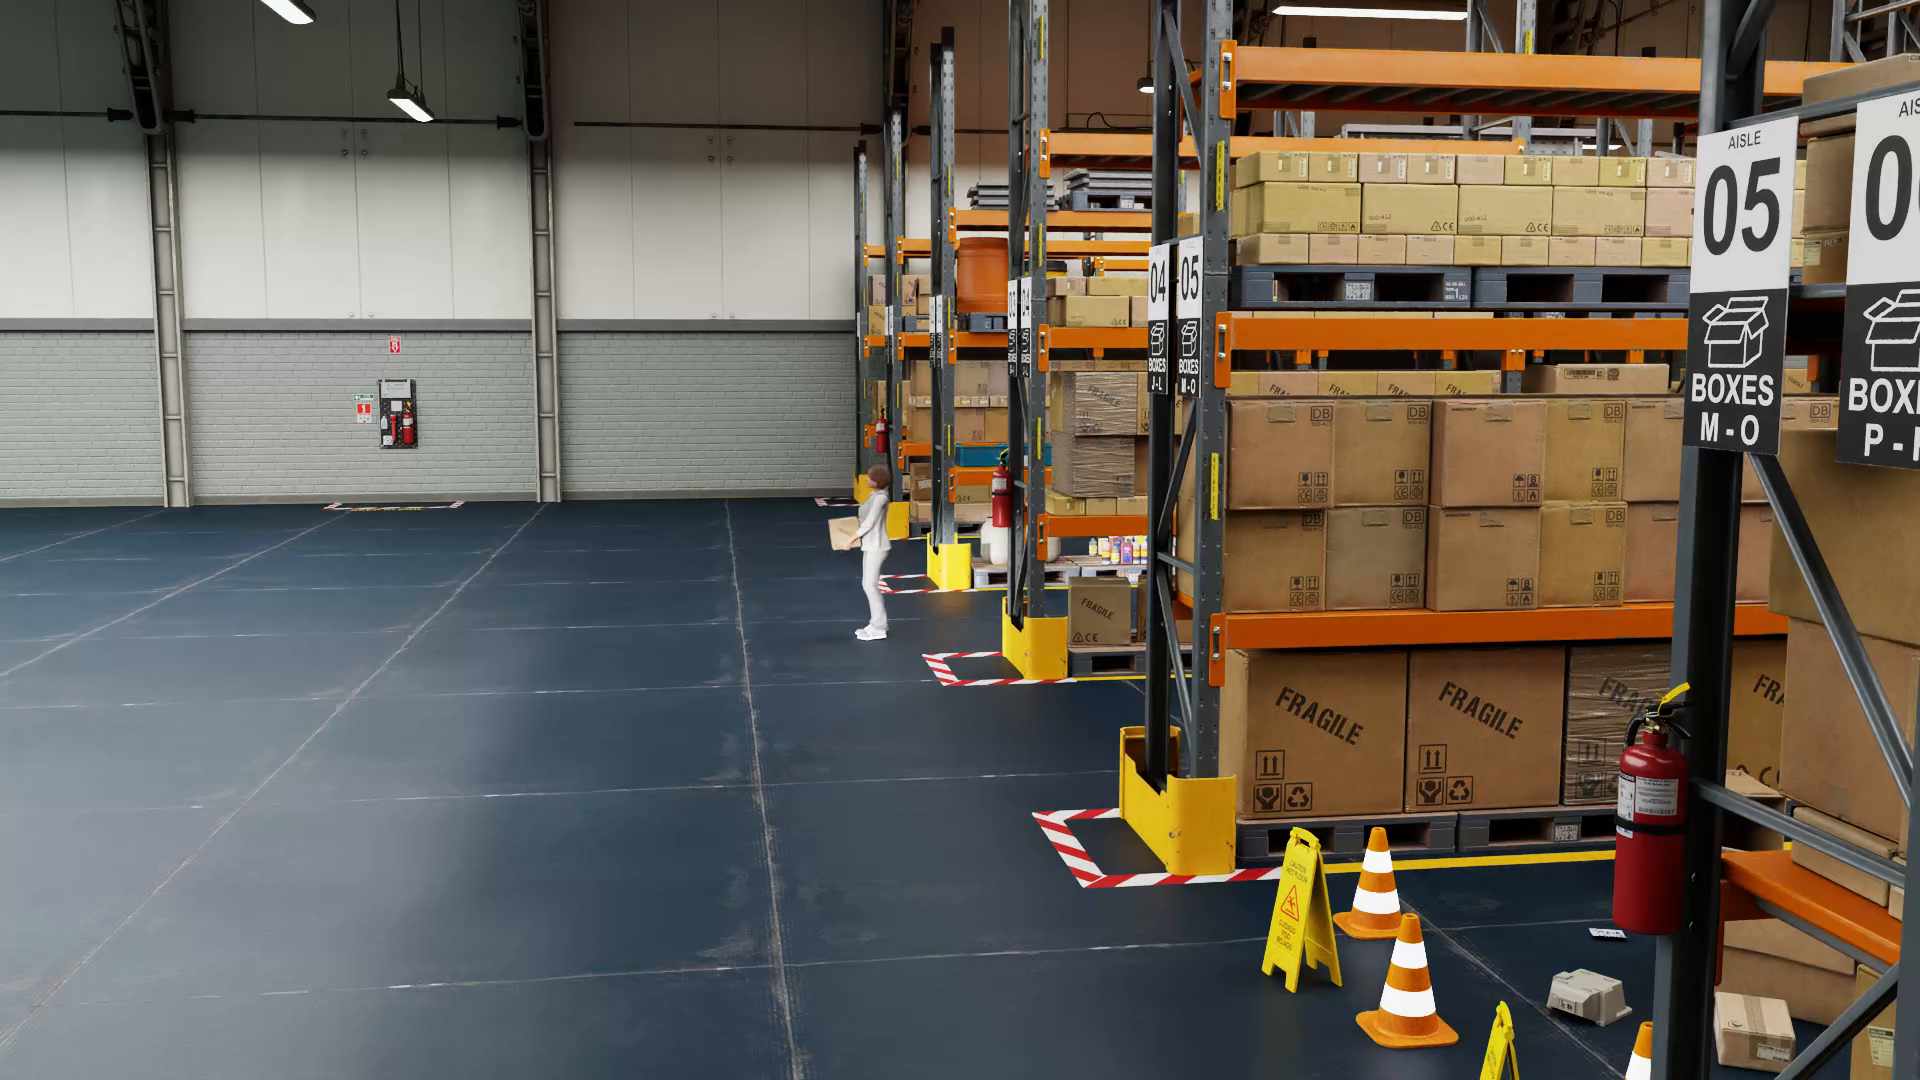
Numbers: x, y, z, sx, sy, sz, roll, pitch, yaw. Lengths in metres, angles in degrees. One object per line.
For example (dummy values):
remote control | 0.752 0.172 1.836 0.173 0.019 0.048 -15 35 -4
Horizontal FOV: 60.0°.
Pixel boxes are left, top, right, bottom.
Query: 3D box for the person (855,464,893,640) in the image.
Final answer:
person | -0.789 0.104 15.144 0.344 1.593 0.480 -1 7 -11
